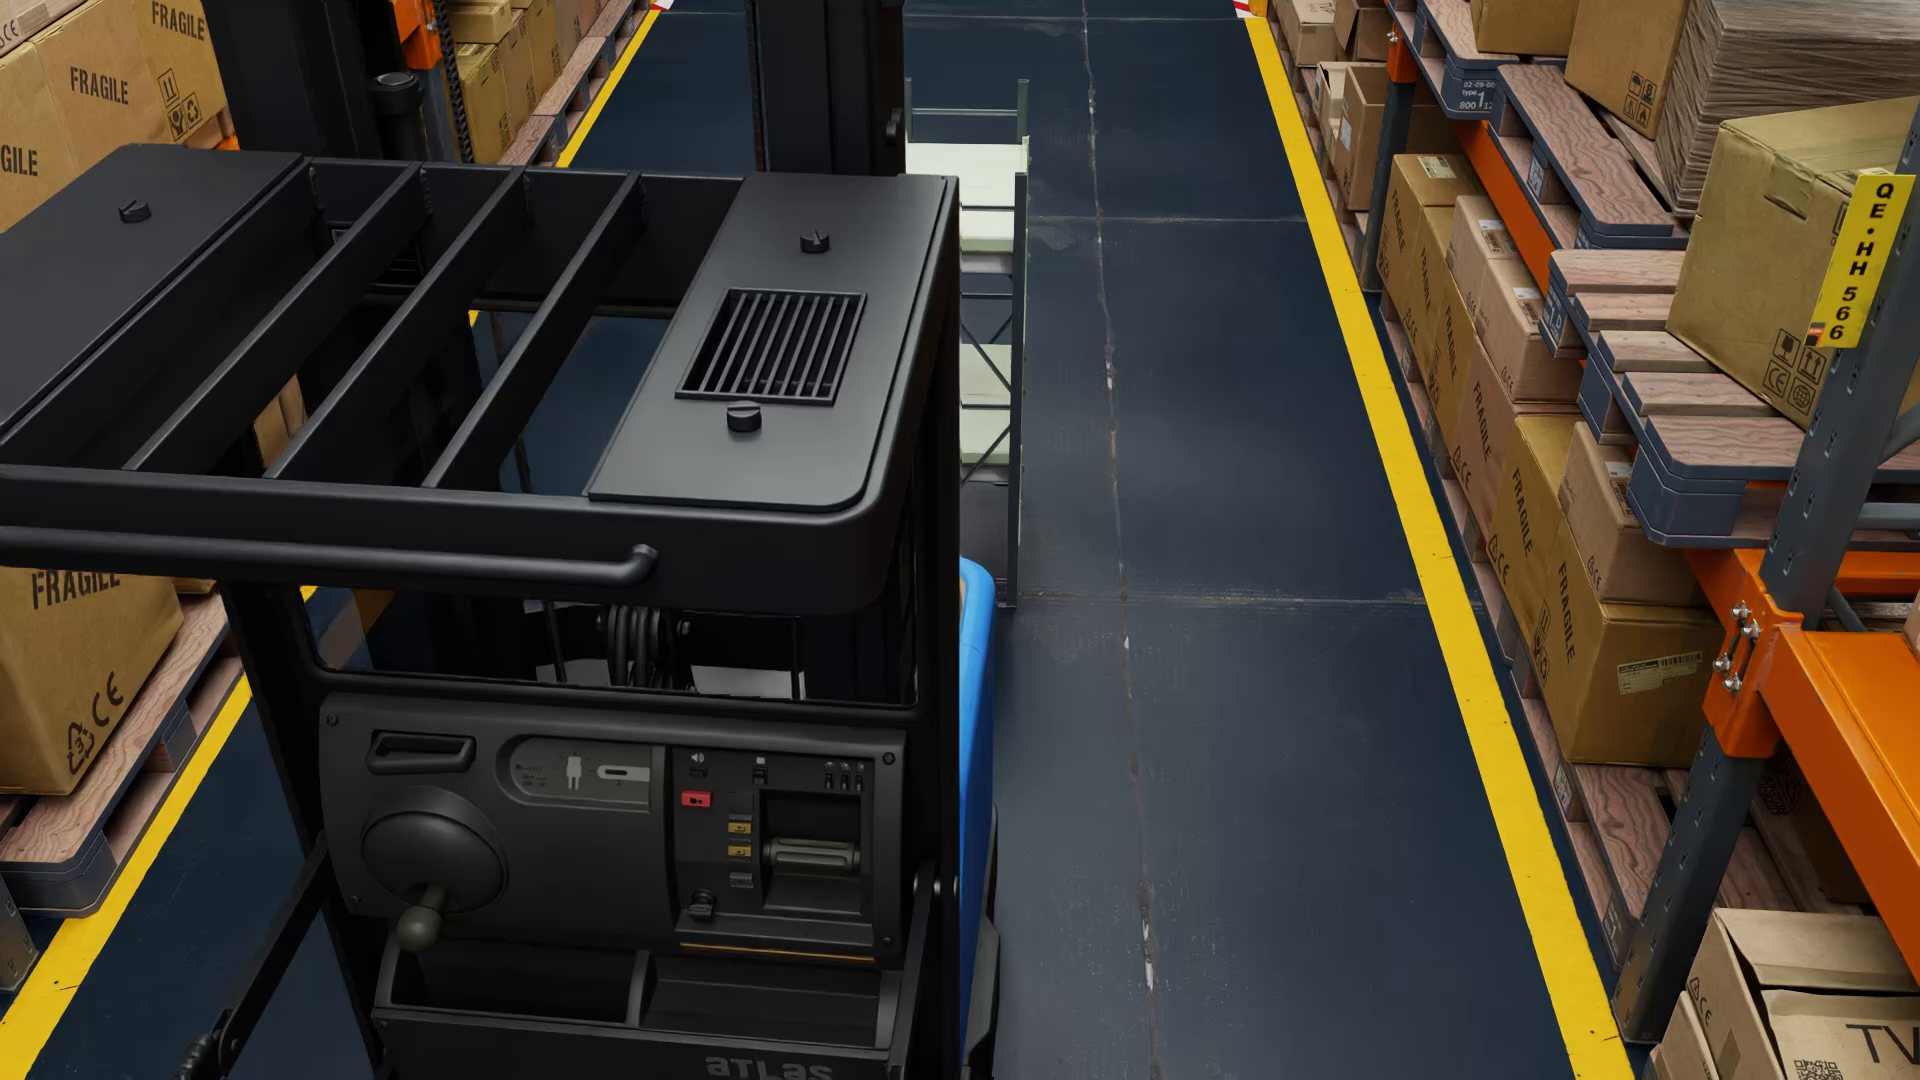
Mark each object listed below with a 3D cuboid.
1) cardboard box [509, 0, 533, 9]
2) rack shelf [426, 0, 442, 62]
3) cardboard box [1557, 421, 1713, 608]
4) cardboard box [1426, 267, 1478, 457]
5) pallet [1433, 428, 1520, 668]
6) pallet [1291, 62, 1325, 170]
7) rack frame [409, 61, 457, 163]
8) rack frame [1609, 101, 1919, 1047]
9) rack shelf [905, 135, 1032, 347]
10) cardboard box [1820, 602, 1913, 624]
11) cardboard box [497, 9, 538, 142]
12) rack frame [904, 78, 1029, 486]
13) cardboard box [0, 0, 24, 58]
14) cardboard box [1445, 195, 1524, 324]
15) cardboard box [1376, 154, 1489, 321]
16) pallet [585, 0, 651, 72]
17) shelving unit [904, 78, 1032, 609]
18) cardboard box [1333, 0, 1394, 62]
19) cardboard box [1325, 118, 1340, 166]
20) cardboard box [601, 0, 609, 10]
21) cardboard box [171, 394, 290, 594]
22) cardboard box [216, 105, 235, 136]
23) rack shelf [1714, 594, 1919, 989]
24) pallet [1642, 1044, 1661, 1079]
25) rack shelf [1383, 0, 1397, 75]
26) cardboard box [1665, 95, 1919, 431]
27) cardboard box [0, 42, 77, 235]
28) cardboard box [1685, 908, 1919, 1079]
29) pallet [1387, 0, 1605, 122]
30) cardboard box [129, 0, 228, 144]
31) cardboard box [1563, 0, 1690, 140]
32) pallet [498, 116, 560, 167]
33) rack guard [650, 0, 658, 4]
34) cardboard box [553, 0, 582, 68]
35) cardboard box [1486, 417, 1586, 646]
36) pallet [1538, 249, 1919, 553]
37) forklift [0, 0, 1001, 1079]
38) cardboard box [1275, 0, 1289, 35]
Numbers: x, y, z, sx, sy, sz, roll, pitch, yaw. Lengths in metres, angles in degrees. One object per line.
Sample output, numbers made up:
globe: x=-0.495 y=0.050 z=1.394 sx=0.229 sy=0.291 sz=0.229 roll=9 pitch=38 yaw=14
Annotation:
cardboard box: x=-2.336 y=-2.776 z=8.335 sx=0.380 sy=0.149 sz=0.250 roll=0 pitch=35 yaw=1
rack shelf: x=-2.605 y=-3.296 z=8.457 sx=1.077 sy=0.370 sz=4.000 roll=1 pitch=35 yaw=2
cardboard box: x=1.905 y=-0.070 z=4.380 sx=0.500 sy=0.250 sz=0.500 roll=3 pitch=35 yaw=4
cardboard box: x=1.964 y=-0.620 z=5.815 sx=0.500 sy=0.500 sz=0.500 roll=2 pitch=35 yaw=2
pallet: x=2.223 y=-0.017 z=5.591 sx=1.003 sy=0.211 sz=1.213 roll=1 pitch=35 yaw=2
pallet: x=2.339 y=-2.285 z=8.819 sx=1.003 sy=0.211 sz=1.213 roll=1 pitch=35 yaw=2
rack frame: x=-2.685 y=-2.441 z=6.615 sx=1.000 sy=3.000 sz=0.127 roll=1 pitch=35 yaw=2
rack frame: x=2.104 y=-0.031 z=3.185 sx=1.000 sy=3.000 sz=0.127 roll=1 pitch=35 yaw=2
rack shelf: x=0.000 y=-0.929 z=5.089 sx=0.431 sy=0.370 sz=0.720 roll=1 pitch=35 yaw=2
cardboard box: x=2.423 y=0.256 z=4.569 sx=0.500 sy=0.500 sz=0.500 roll=0 pitch=35 yaw=0
cardboard box: x=-2.529 y=-2.306 z=8.232 sx=0.700 sy=0.500 sz=0.500 roll=1 pitch=35 yaw=1
rack frame: x=0.014 y=-0.820 z=5.613 sx=0.400 sy=1.500 sz=0.023 roll=1 pitch=35 yaw=2
cardboard box: x=-2.549 y=-1.185 z=3.812 sx=0.500 sy=0.250 sz=0.500 roll=1 pitch=35 yaw=1
cardboard box: x=1.961 y=-0.946 z=5.627 sx=0.500 sy=0.250 sz=0.500 roll=1 pitch=35 yaw=2
cardboard box: x=2.002 y=-1.214 z=6.660 sx=0.500 sy=0.500 sz=0.500 roll=0 pitch=35 yaw=0
pallet: x=-2.479 y=-3.137 z=10.031 sx=1.003 sy=0.211 sz=1.213 roll=1 pitch=35 yaw=2
shelving unit: x=0.000 y=-0.610 z=5.313 sx=0.431 sy=1.500 sz=0.755 roll=1 pitch=35 yaw=2
cardboard box: x=2.335 y=-2.567 z=8.583 sx=0.797 sy=0.503 sz=0.637 roll=1 pitch=35 yaw=2
cardboard box: x=1.959 y=-1.893 z=7.932 sx=0.380 sy=0.149 sz=0.250 roll=1 pitch=35 yaw=2
cardboard box: x=-2.453 y=-3.484 z=9.908 sx=0.700 sy=0.500 sz=0.500 roll=1 pitch=35 yaw=2
cardboard box: x=-2.644 y=-0.358 z=5.155 sx=0.750 sy=0.750 sz=0.750 roll=1 pitch=35 yaw=2
cardboard box: x=-2.511 y=-1.417 z=5.359 sx=0.380 sy=0.149 sz=0.250 roll=0 pitch=35 yaw=1
rack shelf: x=2.023 y=1.412 z=1.757 sx=1.077 sy=0.370 sz=4.000 roll=1 pitch=35 yaw=2
pallet: x=2.032 y=1.582 z=3.315 sx=1.003 sy=0.211 sz=1.213 roll=1 pitch=35 yaw=2
rack shelf: x=2.345 y=-3.184 z=8.297 sx=1.077 sy=0.370 sz=4.000 roll=1 pitch=35 yaw=2
cardboard box: x=2.016 y=-0.608 z=3.554 sx=0.700 sy=0.500 sz=0.500 roll=-10 pitch=36 yaw=-14
cardboard box: x=-2.540 y=-0.888 z=4.042 sx=0.500 sy=0.500 sz=0.500 roll=2 pitch=35 yaw=3
cardboard box: x=1.789 y=0.987 z=3.275 sx=0.500 sy=0.311 sz=0.500 roll=2 pitch=35 yaw=3
pallet: x=2.123 y=-1.794 z=5.861 sx=1.003 sy=0.211 sz=1.213 roll=1 pitch=35 yaw=2
cardboard box: x=-2.506 y=-1.472 z=4.873 sx=0.500 sy=0.500 sz=0.500 roll=2 pitch=35 yaw=3
cardboard box: x=2.255 y=-1.525 z=4.860 sx=0.700 sy=0.500 sz=0.500 roll=-7 pitch=36 yaw=-10
pallet: x=-2.577 y=-1.736 z=8.036 sx=1.003 sy=0.211 sz=1.213 roll=1 pitch=35 yaw=2
rack guard: x=-2.524 y=-3.731 z=10.623 sx=1.175 sy=0.500 sz=0.348 roll=1 pitch=35 yaw=2
cardboard box: x=-2.492 y=-2.908 z=9.087 sx=0.700 sy=0.500 sz=0.500 roll=0 pitch=35 yaw=0
cardboard box: x=1.928 y=-0.028 z=4.973 sx=0.500 sy=0.500 sz=0.500 roll=0 pitch=35 yaw=0
pallet: x=2.061 y=-0.344 z=3.797 sx=1.213 sy=0.211 sz=1.003 roll=1 pitch=35 yaw=2
forklift: x=-0.569 y=0.530 z=2.446 sx=1.130 sy=2.935 sz=3.031 roll=3 pitch=35 yaw=5
cardboard box: x=2.100 y=-3.089 z=9.546 sx=0.500 sy=0.250 sz=0.500 roll=1 pitch=35 yaw=2
